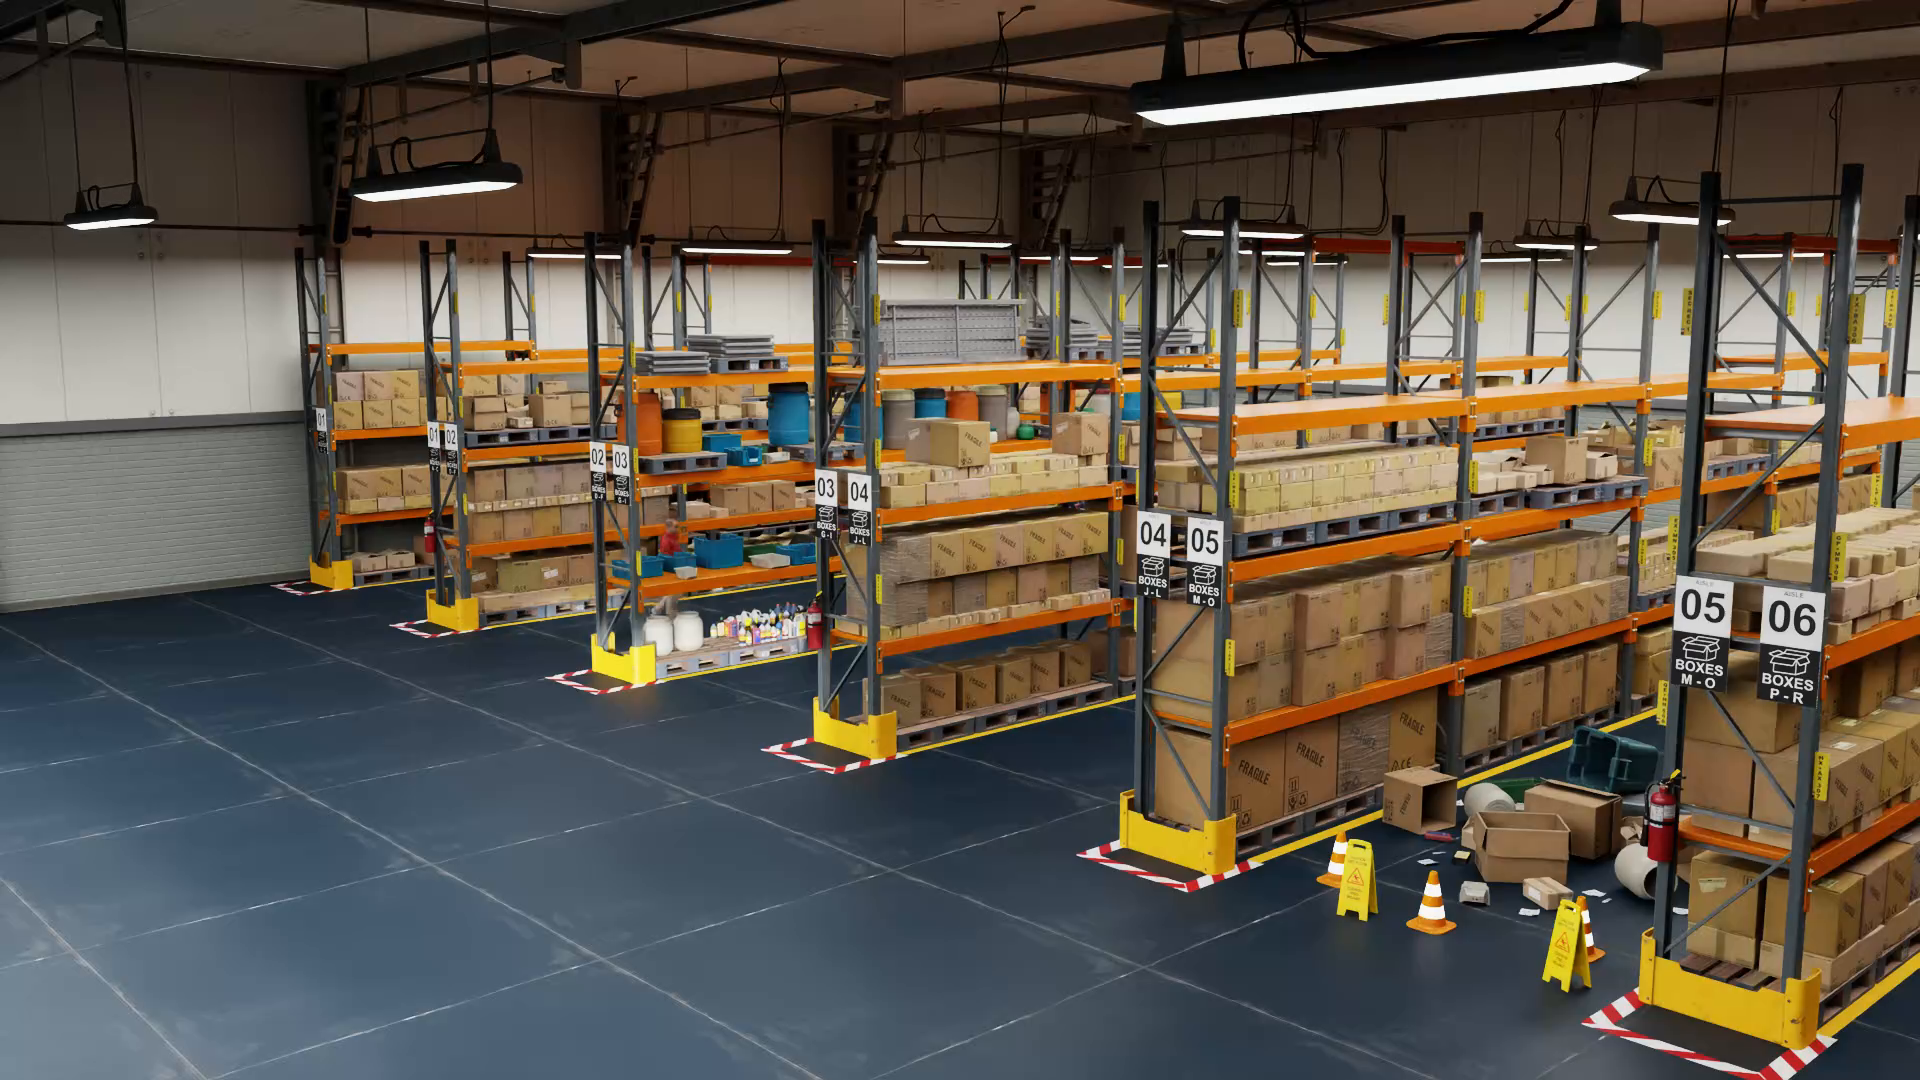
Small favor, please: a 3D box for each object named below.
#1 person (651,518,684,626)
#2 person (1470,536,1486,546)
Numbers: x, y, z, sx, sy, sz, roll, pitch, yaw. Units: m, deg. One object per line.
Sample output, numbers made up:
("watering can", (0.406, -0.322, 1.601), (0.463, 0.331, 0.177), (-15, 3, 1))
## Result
("person", (-4.552, 0.508, 25.908), (0.550, 1.720, 0.545), (-1, 8, -9))
("person", (7.863, 0.623, 25.396), (0.947, 1.776, 0.526), (-8, 12, -43))
